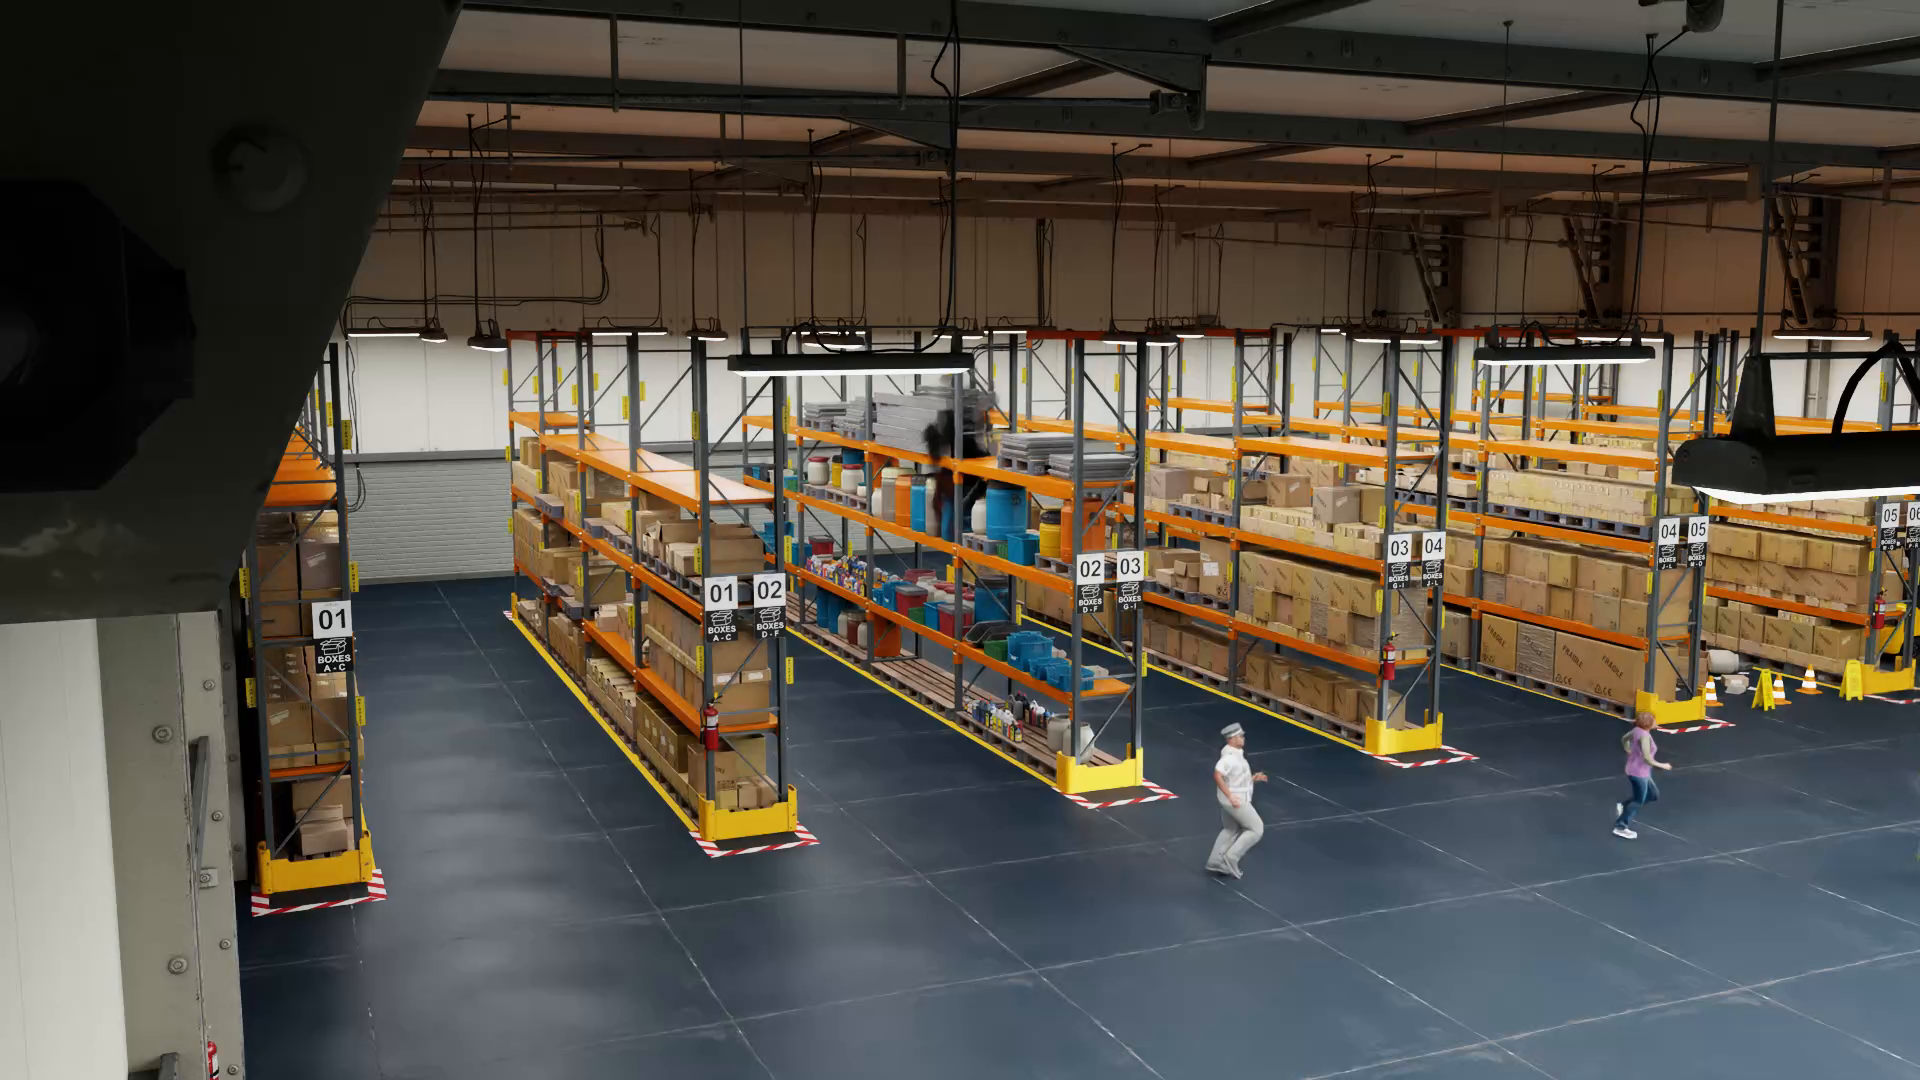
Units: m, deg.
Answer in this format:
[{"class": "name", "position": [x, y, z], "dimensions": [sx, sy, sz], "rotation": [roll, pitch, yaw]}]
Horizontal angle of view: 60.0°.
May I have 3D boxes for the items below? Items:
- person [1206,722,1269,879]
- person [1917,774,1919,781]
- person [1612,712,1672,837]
[{"class": "person", "position": [3.134, 2.924, 18.723], "dimensions": [0.680, 1.772, 0.647], "rotation": [0, 8, 0]}, {"class": "person", "position": [12.624, 2.630, 21.336], "dimensions": [0.637, 1.648, 0.710], "rotation": [1, 8, 10]}, {"class": "person", "position": [8.278, 2.835, 20.172], "dimensions": [0.630, 1.552, 0.567], "rotation": [2, 8, 13]}]
